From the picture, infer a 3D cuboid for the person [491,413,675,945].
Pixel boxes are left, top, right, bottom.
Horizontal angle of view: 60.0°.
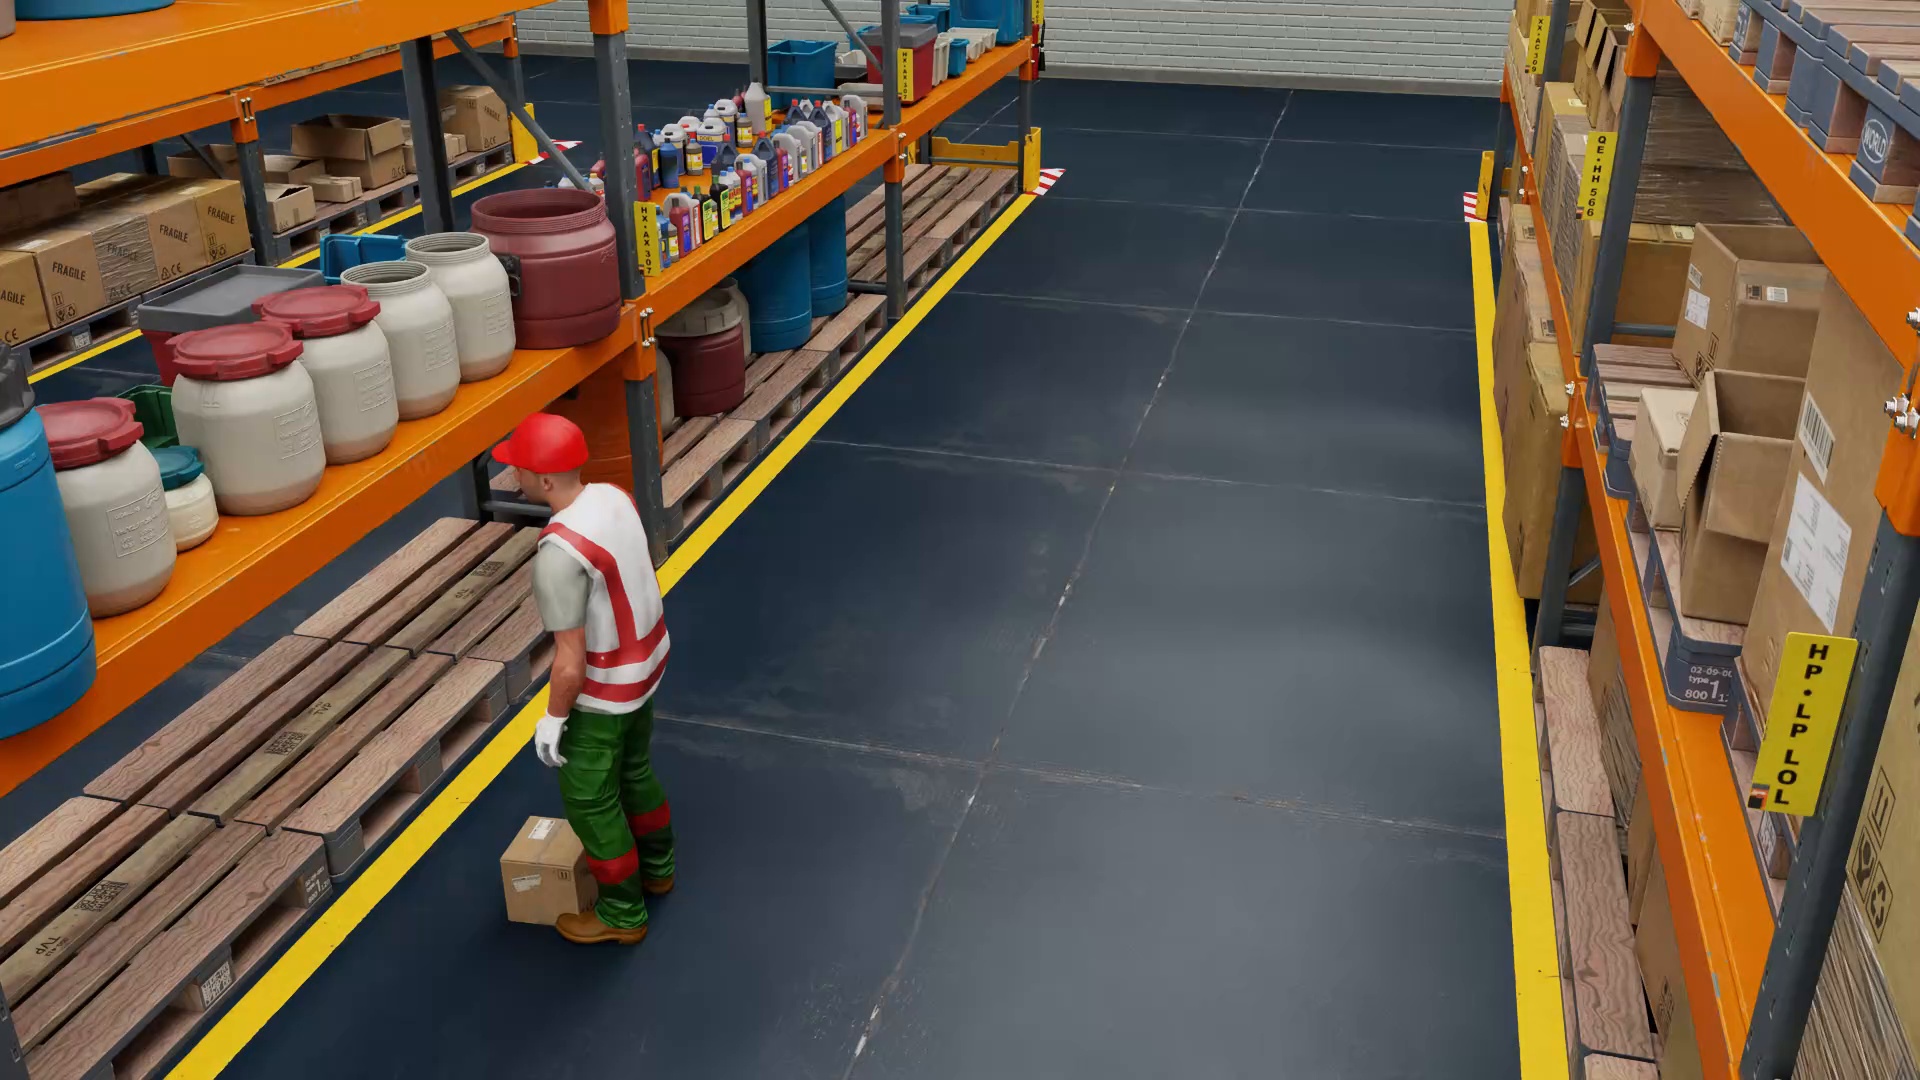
[{"bbox_3d":[-1.132,0.442,5.146,0.446,1.780,0.623,5,26,11],"label":"person"}]
